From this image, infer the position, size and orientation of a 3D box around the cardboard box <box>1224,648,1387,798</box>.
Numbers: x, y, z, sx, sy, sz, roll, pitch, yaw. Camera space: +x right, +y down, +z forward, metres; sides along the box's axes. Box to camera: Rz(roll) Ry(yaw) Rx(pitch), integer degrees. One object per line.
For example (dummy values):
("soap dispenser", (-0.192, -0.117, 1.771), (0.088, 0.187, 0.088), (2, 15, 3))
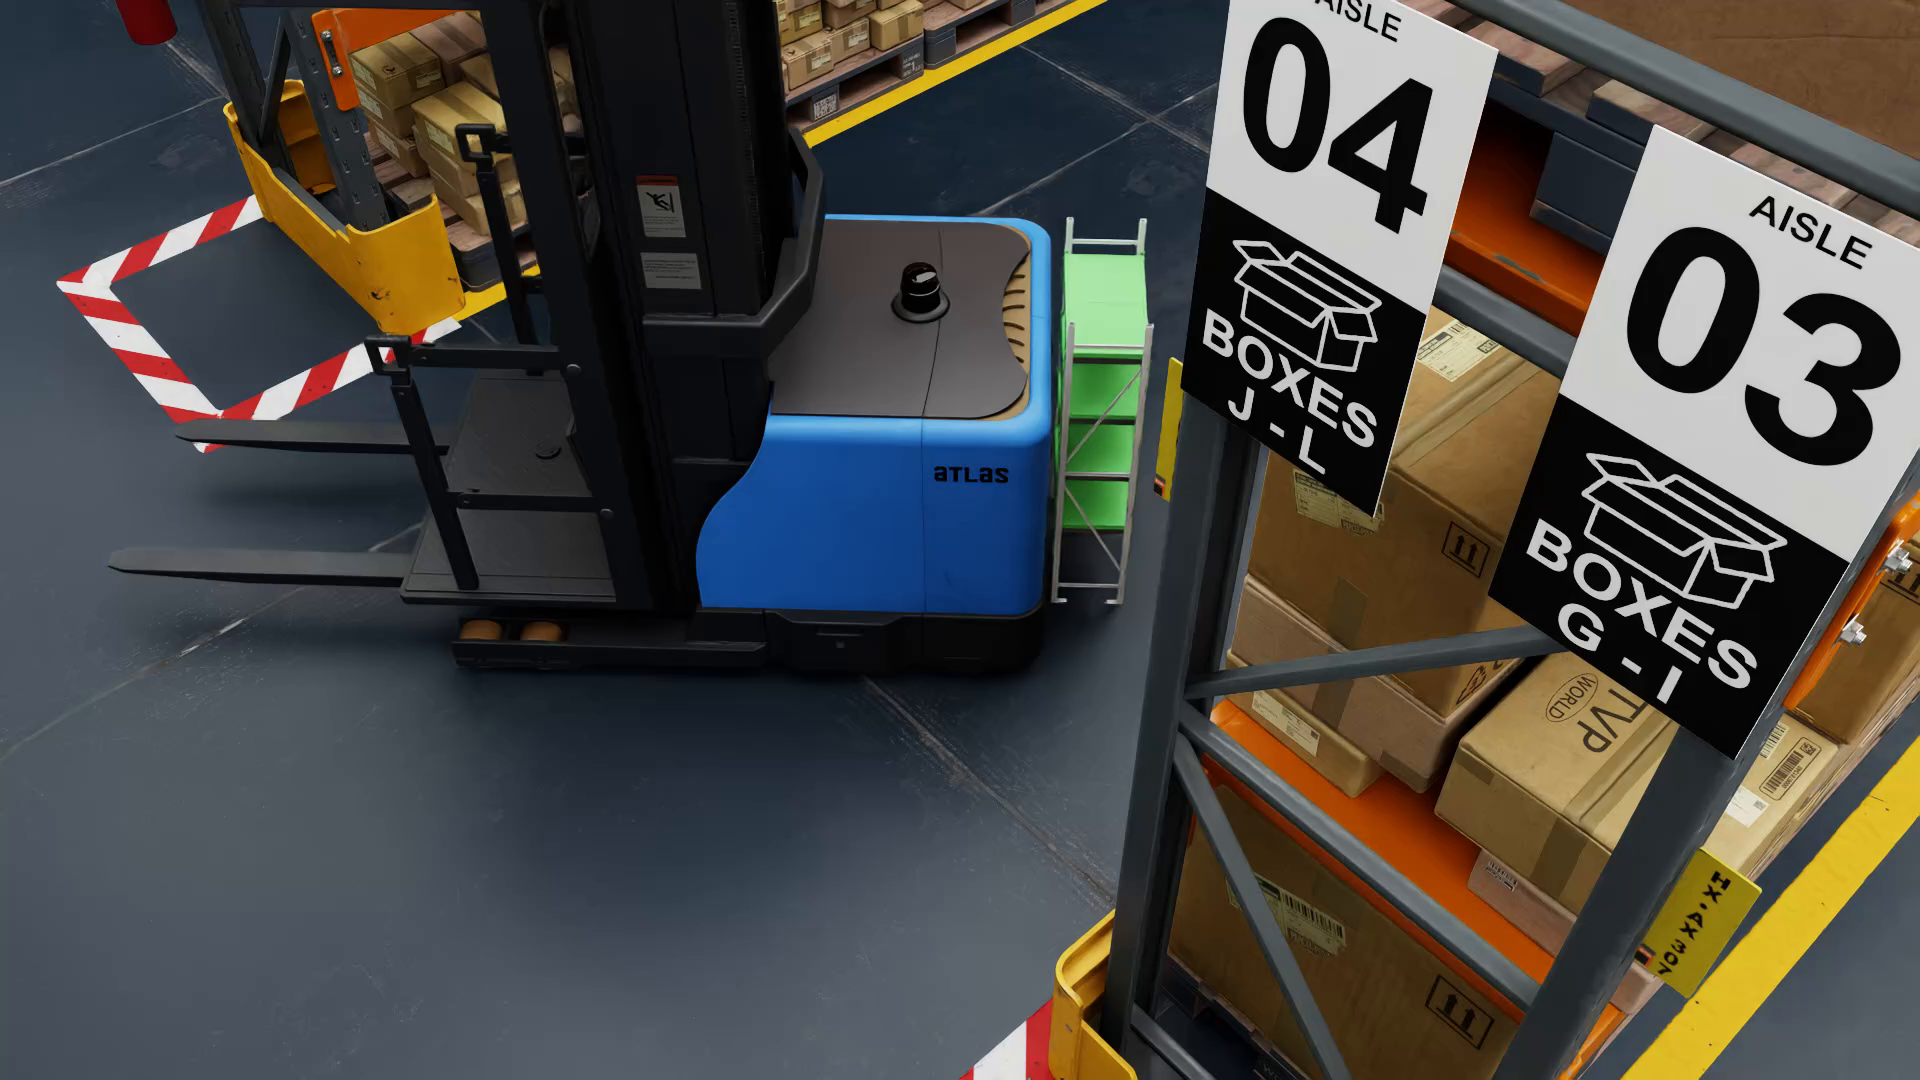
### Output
("cardboard box", (0.788, 0.331, 3.574), (0.250, 0.149, 0.380), (-33, 55, -27))

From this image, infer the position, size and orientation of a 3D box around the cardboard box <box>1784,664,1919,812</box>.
("cardboard box", (1.663, 0.200, 3.424), (0.500, 0.250, 0.500), (-34, 56, -28))

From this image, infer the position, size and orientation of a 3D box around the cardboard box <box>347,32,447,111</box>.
("cardboard box", (-2.294, -1.923, 6.732), (0.250, 0.149, 0.380), (-33, 55, -27))

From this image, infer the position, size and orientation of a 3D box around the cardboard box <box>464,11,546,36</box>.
("cardboard box", (-1.964, -2.213, 7.000), (0.250, 0.149, 0.380), (-35, 56, -28))

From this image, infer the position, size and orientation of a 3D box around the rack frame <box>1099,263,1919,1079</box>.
("rack frame", (0.746, 0.601, 3.154), (0.127, 3.000, 1.000), (-34, 56, -27))

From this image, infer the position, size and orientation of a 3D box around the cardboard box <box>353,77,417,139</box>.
("cardboard box", (-2.317, -1.839, 6.857), (0.250, 0.149, 0.380), (-35, 56, -28))

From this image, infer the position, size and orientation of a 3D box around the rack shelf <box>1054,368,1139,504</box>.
("rack shelf", (0.433, -0.335, 5.330), (0.258, 0.148, 0.480), (2, 47, 1))

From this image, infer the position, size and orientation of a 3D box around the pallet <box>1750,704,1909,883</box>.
("pallet", (2.188, 0.509, 5.137), (1.213, 0.211, 1.003), (-34, 56, -27))

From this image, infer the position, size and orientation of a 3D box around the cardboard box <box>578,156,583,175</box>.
("cardboard box", (-1.595, -1.707, 6.938), (0.250, 0.149, 0.380), (-33, 55, -27))

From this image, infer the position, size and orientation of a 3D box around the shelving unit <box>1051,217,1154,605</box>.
("shelving unit", (0.433, -0.379, 5.283), (0.258, 1.200, 0.503), (2, 47, 1))

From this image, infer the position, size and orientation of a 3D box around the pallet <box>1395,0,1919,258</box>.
("pallet", (1.288, -0.758, 2.428), (1.213, 0.211, 1.003), (-34, 56, -27))

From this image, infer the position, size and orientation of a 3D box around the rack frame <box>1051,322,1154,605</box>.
("rack frame", (0.424, -0.200, 5.118), (0.240, 1.200, 0.015), (2, 47, 1))

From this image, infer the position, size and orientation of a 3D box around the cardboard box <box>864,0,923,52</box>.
("cardboard box", (-0.383, -2.408, 7.585), (0.250, 0.149, 0.380), (-34, 56, -27))

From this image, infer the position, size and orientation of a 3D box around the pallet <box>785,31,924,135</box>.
("pallet", (-0.932, -2.220, 7.655), (1.213, 0.211, 1.003), (-34, 56, -27))

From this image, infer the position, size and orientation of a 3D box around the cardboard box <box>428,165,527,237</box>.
("cardboard box", (-1.913, -1.407, 6.661), (0.250, 0.149, 0.380), (-33, 55, -26))

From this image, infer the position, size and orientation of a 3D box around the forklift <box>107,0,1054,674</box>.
("forklift", (-1.231, -0.964, 4.645), (3.031, 2.935, 1.130), (2, 47, 1))

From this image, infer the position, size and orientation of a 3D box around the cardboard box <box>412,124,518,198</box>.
("cardboard box", (-1.955, -1.542, 6.583), (0.250, 0.149, 0.380), (-32, 55, -26))

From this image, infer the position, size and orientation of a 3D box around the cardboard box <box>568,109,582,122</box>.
("cardboard box", (-1.593, -1.816, 6.836), (0.250, 0.149, 0.380), (-33, 55, -27))

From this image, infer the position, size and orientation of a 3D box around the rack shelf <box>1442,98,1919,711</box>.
("rack shelf", (2.226, -1.161, 3.229), (4.000, 0.370, 1.077), (-34, 56, -27))

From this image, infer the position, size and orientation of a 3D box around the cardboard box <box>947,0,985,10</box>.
("cardboard box", (-0.018, -2.671, 7.828), (0.250, 0.149, 0.380), (-36, 57, -28))

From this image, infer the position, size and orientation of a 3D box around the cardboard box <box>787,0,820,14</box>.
("cardboard box", (-0.817, -2.435, 7.205), (0.250, 0.149, 0.380), (-34, 56, -27))

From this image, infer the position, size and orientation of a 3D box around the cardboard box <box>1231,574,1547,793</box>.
("cardboard box", (0.926, 0.167, 3.454), (0.500, 0.250, 0.500), (-35, 56, -28))

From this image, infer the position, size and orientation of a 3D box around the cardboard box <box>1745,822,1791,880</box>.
("cardboard box", (1.420, 0.563, 3.361), (0.250, 0.149, 0.380), (-35, 56, -28))

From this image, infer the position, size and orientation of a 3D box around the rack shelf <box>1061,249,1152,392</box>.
("rack shelf", (0.433, -0.661, 4.977), (0.258, 0.148, 0.480), (2, 47, 1))

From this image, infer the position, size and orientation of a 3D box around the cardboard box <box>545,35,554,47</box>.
("cardboard box", (-1.934, -2.096, 7.095), (0.250, 0.149, 0.380), (-36, 57, -28))

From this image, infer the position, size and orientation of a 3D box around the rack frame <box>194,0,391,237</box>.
("rack frame", (-2.516, -2.146, 5.689), (0.127, 3.000, 1.000), (-34, 56, -27))

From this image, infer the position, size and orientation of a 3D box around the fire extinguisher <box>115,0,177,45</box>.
("fire extinguisher", (-3.012, -2.120, 5.971), (0.183, 0.674, 0.296), (-34, 56, -27))

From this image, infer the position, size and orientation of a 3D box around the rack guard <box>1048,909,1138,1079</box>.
("rack guard", (0.729, 1.461, 4.062), (0.348, 0.500, 1.175), (-34, 56, -27))

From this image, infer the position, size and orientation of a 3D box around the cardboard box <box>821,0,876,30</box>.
("cardboard box", (-0.592, -2.460, 7.431), (0.380, 0.149, 0.250), (36, 57, 29))

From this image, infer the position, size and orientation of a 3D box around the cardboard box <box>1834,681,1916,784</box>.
("cardboard box", (1.801, 0.306, 3.597), (0.250, 0.149, 0.380), (-35, 56, -28))

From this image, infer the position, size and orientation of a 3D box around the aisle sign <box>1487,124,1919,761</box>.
("aisle sign", (0.895, -0.082, 2.016), (0.004, 0.787, 0.394), (-34, 56, -27))

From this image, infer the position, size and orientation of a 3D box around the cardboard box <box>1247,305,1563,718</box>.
("cardboard box", (0.930, -0.087, 3.179), (0.500, 0.500, 0.500), (-33, 55, -27))

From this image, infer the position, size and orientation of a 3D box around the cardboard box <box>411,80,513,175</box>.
("cardboard box", (-1.899, -1.598, 6.432), (0.250, 0.149, 0.380), (-36, 57, -29))

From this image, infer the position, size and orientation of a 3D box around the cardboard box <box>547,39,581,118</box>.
("cardboard box", (-1.504, -1.854, 6.669), (0.250, 0.149, 0.380), (-34, 56, -27))

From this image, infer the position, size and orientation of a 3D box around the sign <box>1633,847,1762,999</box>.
("sign", (1.115, 0.585, 2.526), (0.005, 0.325, 0.100), (-34, 56, -27))

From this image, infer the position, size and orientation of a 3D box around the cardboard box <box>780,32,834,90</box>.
("cardboard box", (-0.777, -2.179, 7.373), (0.250, 0.149, 0.380), (-34, 56, -27))
